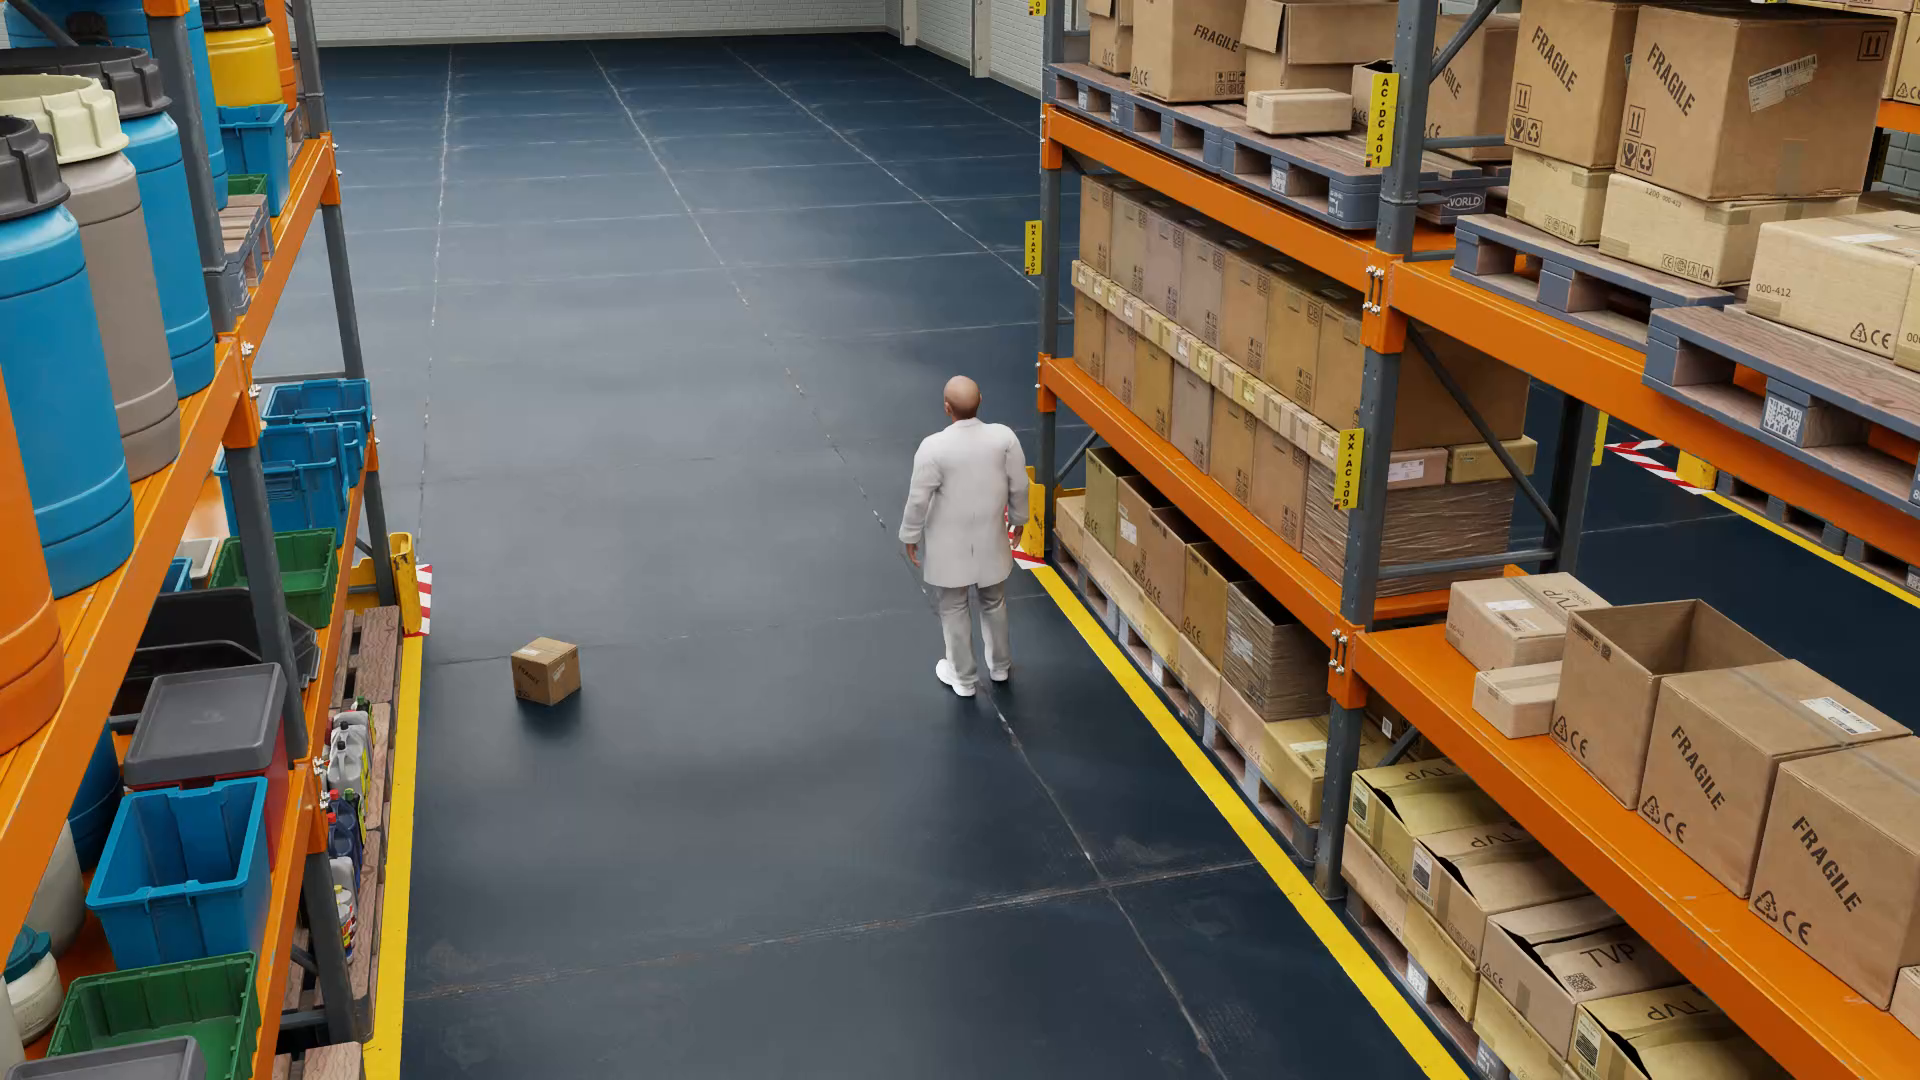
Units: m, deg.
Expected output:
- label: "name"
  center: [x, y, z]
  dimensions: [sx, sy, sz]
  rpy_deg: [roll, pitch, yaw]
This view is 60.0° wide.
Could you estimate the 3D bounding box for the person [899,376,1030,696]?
- label: "person"
  center: [0.005, -0.043, 8.710]
  dimensions: [0.695, 1.765, 0.579]
  rpy_deg: [-6, 23, -14]
